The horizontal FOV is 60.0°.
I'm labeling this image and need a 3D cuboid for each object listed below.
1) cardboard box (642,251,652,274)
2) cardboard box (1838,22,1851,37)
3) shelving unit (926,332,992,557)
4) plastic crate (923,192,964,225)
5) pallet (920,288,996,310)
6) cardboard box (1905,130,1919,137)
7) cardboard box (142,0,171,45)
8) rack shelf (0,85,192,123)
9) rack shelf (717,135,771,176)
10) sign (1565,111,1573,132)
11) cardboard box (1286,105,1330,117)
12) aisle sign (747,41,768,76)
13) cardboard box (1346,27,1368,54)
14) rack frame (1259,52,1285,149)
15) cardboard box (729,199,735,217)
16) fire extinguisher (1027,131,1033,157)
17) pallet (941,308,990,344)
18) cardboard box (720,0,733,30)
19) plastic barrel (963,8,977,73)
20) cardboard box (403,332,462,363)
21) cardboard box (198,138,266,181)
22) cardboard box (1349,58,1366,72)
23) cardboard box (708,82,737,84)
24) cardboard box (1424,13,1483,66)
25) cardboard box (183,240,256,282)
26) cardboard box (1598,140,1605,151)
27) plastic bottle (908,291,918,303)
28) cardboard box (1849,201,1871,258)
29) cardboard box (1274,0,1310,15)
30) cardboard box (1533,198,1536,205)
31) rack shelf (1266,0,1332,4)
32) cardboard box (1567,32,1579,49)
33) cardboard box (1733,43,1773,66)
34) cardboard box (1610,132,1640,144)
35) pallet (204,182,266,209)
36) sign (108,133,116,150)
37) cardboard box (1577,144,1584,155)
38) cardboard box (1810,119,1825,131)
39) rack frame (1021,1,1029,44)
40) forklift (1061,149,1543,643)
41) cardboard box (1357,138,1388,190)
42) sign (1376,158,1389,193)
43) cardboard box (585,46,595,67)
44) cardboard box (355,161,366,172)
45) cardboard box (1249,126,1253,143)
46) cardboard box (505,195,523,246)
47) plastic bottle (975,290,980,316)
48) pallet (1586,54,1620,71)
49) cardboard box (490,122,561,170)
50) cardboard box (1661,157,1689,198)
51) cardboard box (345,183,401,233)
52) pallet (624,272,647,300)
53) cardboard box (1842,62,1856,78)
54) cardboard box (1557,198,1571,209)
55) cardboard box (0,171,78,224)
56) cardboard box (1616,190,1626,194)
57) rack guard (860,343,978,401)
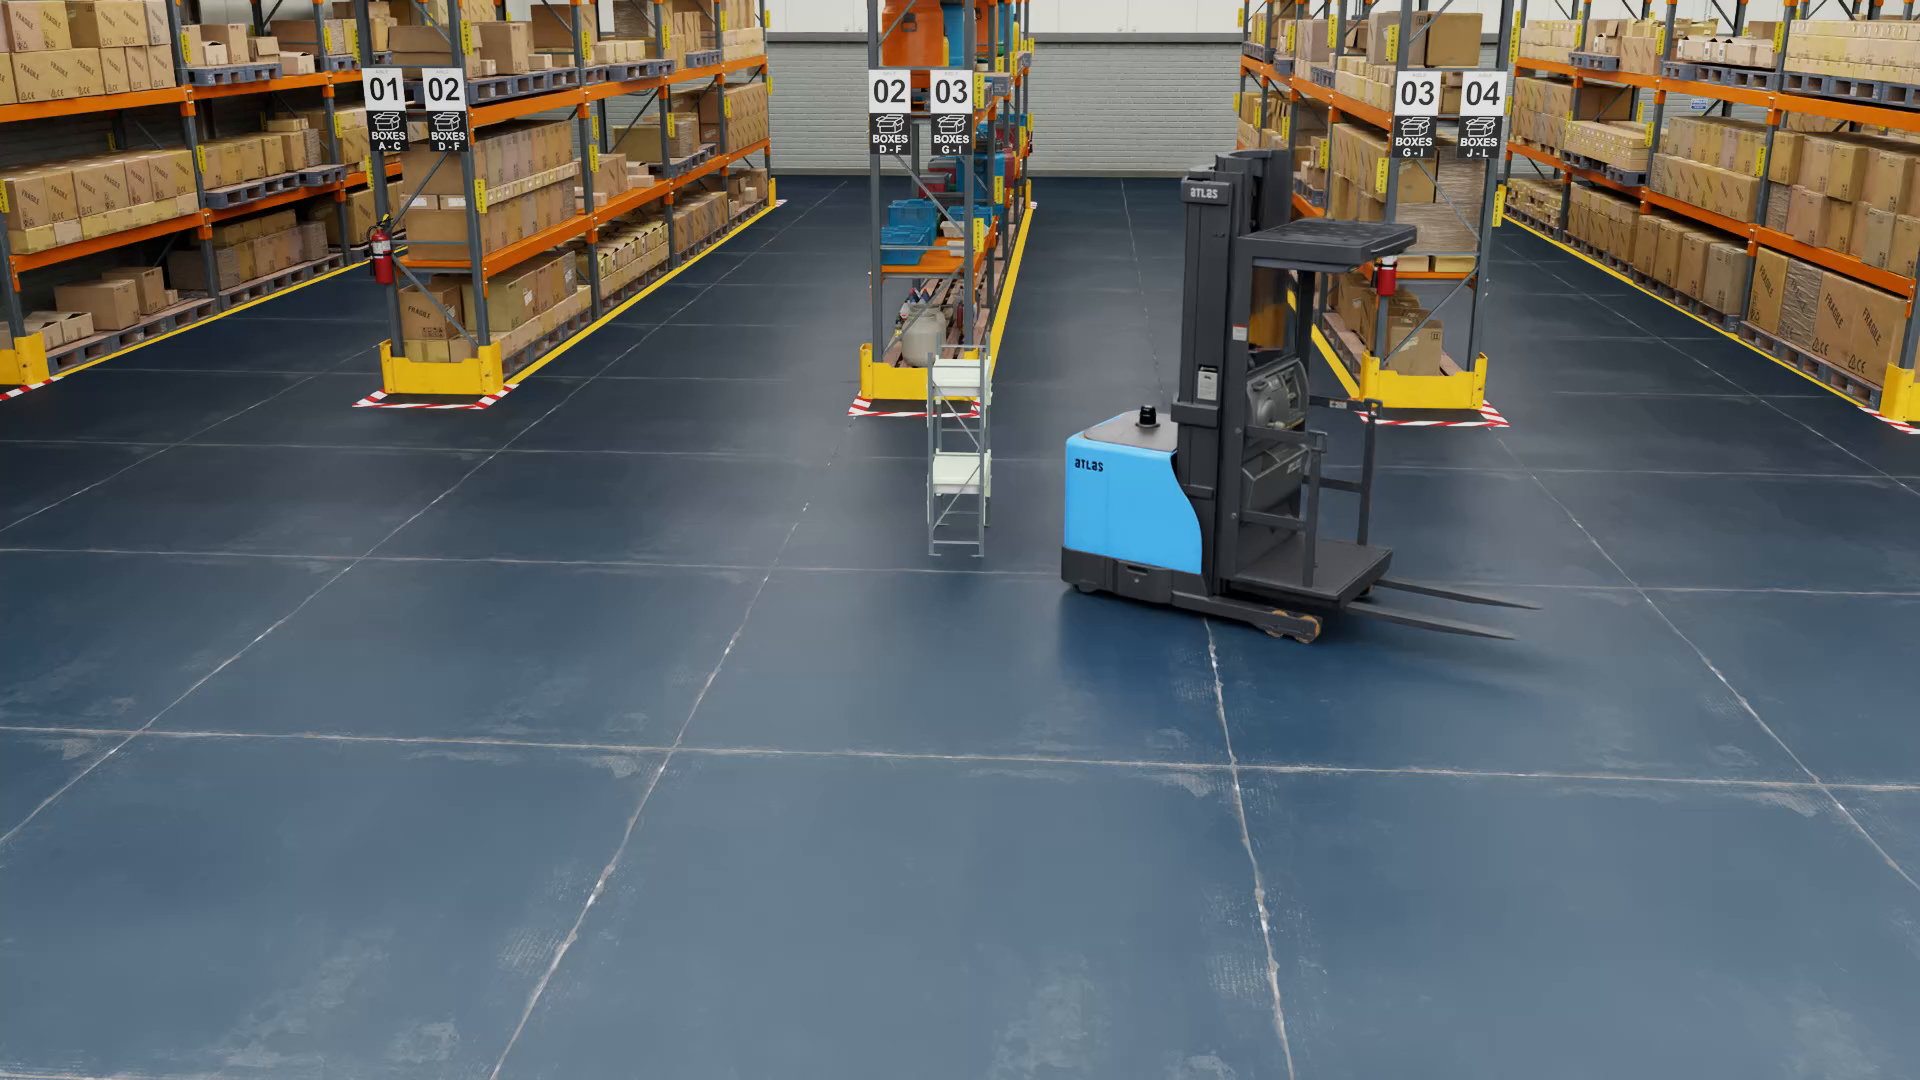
[{"bbox_3d":[-4.602,-3.868,23.151,0.500,0.250,0.500,2,18,5],"label":"cardboard box"},{"bbox_3d":[9.344,-5.284,17.204,0.380,0.149,0.250,1,18,4],"label":"cardboard box"},{"bbox_3d":[0.000,-0.711,12.183,0.431,1.500,0.755,1,18,4],"label":"shelving unit"},{"bbox_3d":[-0.246,-3.917,19.658,0.767,0.338,0.504,1,18,4],"label":"plastic crate"},{"bbox_3d":[-0.064,-3.026,21.318,1.003,0.211,1.213,1,18,4],"label":"pallet"},{"bbox_3d":[14.990,-6.493,25.654,0.500,0.500,0.500,1,18,4],"label":"cardboard box"},{"bbox_3d":[-9.728,-6.123,19.676,0.500,0.500,0.500,0,18,-1],"label":"cardboard box"},{"bbox_3d":[-10.106,-4.789,18.561,1.077,0.370,4.000,1,18,4],"label":"rack shelf"},{"bbox_3d":[-4.305,-6.982,30.068,1.077,0.370,4.000,1,18,4],"label":"rack shelf"},{"bbox_3d":[9.830,-6.759,26.843,0.100,0.325,0.005,1,18,4],"label":"sign"},{"bbox_3d":[5.264,-6.191,24.728,0.797,0.503,0.637,2,18,5],"label":"cardboard box"},{"bbox_3d":[-3.851,-9.194,31.490,0.394,0.787,0.004,1,18,4],"label":"aisle sign"},{"bbox_3d":[4.991,-5.813,19.689,0.797,0.503,0.637,0,18,1],"label":"cardboard box"},{"bbox_3d":[5.432,-6.480,27.382,1.000,3.000,0.127,1,18,4],"label":"rack frame"},{"bbox_3d":[-4.202,-5.759,28.793,0.500,0.311,0.500,1,18,4],"label":"cardboard box"},{"bbox_3d":[1.243,-7.656,31.693,0.296,0.674,0.183,1,18,4],"label":"fire extinguisher"},{"bbox_3d":[-0.171,-2.573,19.937,1.003,0.211,1.213,1,18,4],"label":"pallet"},{"bbox_3d":[-4.274,-8.954,28.349,0.700,0.500,0.500,1,18,4],"label":"cardboard box"},{"bbox_3d":[-0.070,-6.762,22.619,0.600,0.901,0.600,0,18,0],"label":"plastic barrel"},{"bbox_3d":[-5.565,-2.041,17.577,0.500,0.250,0.500,1,18,4],"label":"cardboard box"},{"bbox_3d":[-9.829,-5.120,22.363,0.700,0.500,0.500,4,19,11],"label":"cardboard box"},{"bbox_3d":[4.536,-5.277,18.492,0.380,0.149,0.250,1,18,4],"label":"cardboard box"},{"bbox_3d":[-4.456,-8.335,31.278,0.500,0.500,0.500,2,18,6],"label":"cardboard box"},{"bbox_3d":[4.948,-5.060,16.789,0.500,0.500,0.500,1,18,4],"label":"cardboard box"},{"bbox_3d":[-9.940,-3.739,22.324,0.700,0.500,0.500,1,18,3],"label":"cardboard box"},{"bbox_3d":[9.757,-5.881,24.806,0.380,0.149,0.250,2,18,5],"label":"cardboard box"},{"bbox_3d":[-0.567,-2.756,19.565,0.144,0.351,0.185,1,18,2],"label":"plastic bottle"},{"bbox_3d":[9.676,-3.141,16.950,0.875,0.550,0.550,1,18,4],"label":"cardboard box"},{"bbox_3d":[5.506,-8.848,27.592,0.500,0.250,0.500,0,18,0],"label":"cardboard box"},{"bbox_3d":[10.331,-6.001,29.345,0.380,0.149,0.250,2,18,7],"label":"cardboard box"},{"bbox_3d":[5.289,-8.178,24.726,1.077,0.370,4.000,1,18,4],"label":"rack shelf"},{"bbox_3d":[10.152,-8.079,26.881,0.500,0.250,0.500,0,18,1],"label":"cardboard box"},{"bbox_3d":[9.668,-5.843,20.026,0.500,0.250,0.500,1,18,3],"label":"cardboard box"},{"bbox_3d":[9.718,-5.863,24.273,0.380,0.149,0.250,2,18,6],"label":"cardboard box"},{"bbox_3d":[-9.763,-4.470,21.556,1.003,0.211,1.213,1,18,4],"label":"pallet"},{"bbox_3d":[-10.517,-4.889,20.665,0.100,0.325,0.005,1,18,4],"label":"sign"},{"bbox_3d":[9.830,-6.064,25.842,0.380,0.149,0.250,1,18,4],"label":"cardboard box"},{"bbox_3d":[15.220,-7.091,29.085,0.500,0.500,0.500,1,18,4],"label":"cardboard box"},{"bbox_3d":[0.779,-10.684,30.576,1.000,3.000,0.127,1,18,4],"label":"rack frame"},{"bbox_3d":[2.209,-0.934,10.567,3.031,2.935,1.130,11,21,31],"label":"forklift"},{"bbox_3d":[4.433,-3.904,17.276,0.500,0.500,0.500,1,18,4],"label":"cardboard box"},{"bbox_3d":[4.020,-3.472,15.835,0.100,0.325,0.005,1,18,4],"label":"sign"},{"bbox_3d":[-4.931,-6.133,21.072,0.500,0.250,0.500,0,18,-1],"label":"cardboard box"},{"bbox_3d":[-9.291,-5.715,25.419,0.380,0.149,0.250,2,18,6],"label":"cardboard box"},{"bbox_3d":[5.273,-7.012,28.770,0.500,0.250,0.500,2,18,5],"label":"cardboard box"},{"bbox_3d":[-5.188,-3.485,18.080,0.700,0.500,0.500,1,18,4],"label":"cardboard box"},{"bbox_3d":[0.160,-2.850,19.850,0.144,0.351,0.185,1,18,2],"label":"plastic bottle"},{"bbox_3d":[10.150,-7.163,24.949,1.213,0.211,1.003,1,18,4],"label":"pallet"},{"bbox_3d":[-5.082,-4.587,19.360,0.700,0.500,0.500,1,18,4],"label":"cardboard box"},{"bbox_3d":[9.750,-4.852,22.252,0.500,0.500,0.500,1,18,3],"label":"cardboard box"},{"bbox_3d":[-9.423,-5.245,26.390,0.750,0.750,0.750,1,18,4],"label":"cardboard box"},{"bbox_3d":[-4.923,-3.502,22.772,1.003,0.211,1.213,1,18,4],"label":"pallet"},{"bbox_3d":[9.325,-4.828,17.093,0.380,0.149,0.250,2,18,5],"label":"cardboard box"},{"bbox_3d":[10.138,-5.582,27.589,0.380,0.149,0.250,2,18,5],"label":"cardboard box"},{"bbox_3d":[-9.870,-3.674,17.823,0.500,0.500,0.500,1,18,4],"label":"cardboard box"},{"bbox_3d":[10.521,-5.310,25.946,0.500,0.250,0.500,2,18,7],"label":"cardboard box"},{"bbox_3d":[-0.410,-1.700,16.809,1.175,0.500,0.348,1,18,4],"label":"rack guard"}]
